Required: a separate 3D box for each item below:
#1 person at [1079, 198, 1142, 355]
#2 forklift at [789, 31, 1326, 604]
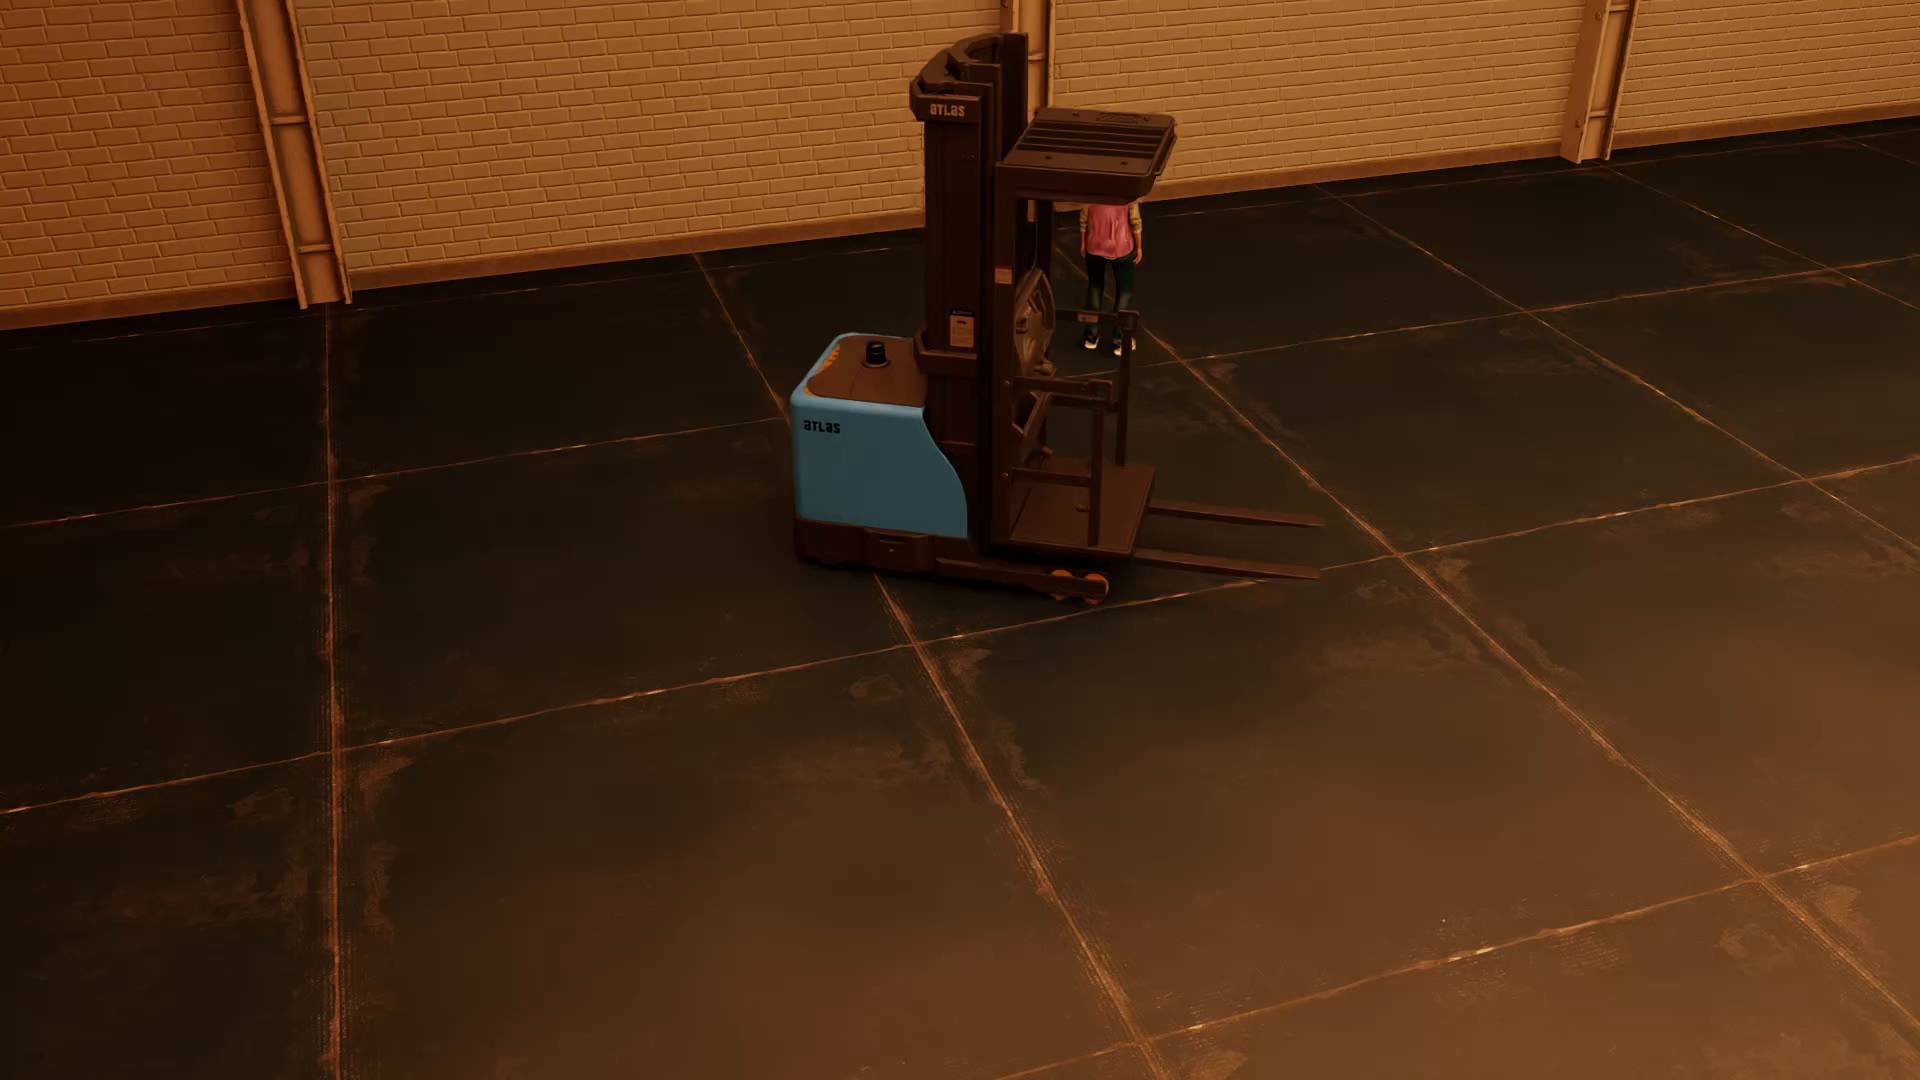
[{"bbox_3d":[1.098,-2.130,12.140,0.464,1.596,0.357,11,32,18],"label":"person"},{"bbox_3d":[0.599,-1.204,9.179,3.031,2.935,1.130,7,31,12],"label":"forklift"}]
